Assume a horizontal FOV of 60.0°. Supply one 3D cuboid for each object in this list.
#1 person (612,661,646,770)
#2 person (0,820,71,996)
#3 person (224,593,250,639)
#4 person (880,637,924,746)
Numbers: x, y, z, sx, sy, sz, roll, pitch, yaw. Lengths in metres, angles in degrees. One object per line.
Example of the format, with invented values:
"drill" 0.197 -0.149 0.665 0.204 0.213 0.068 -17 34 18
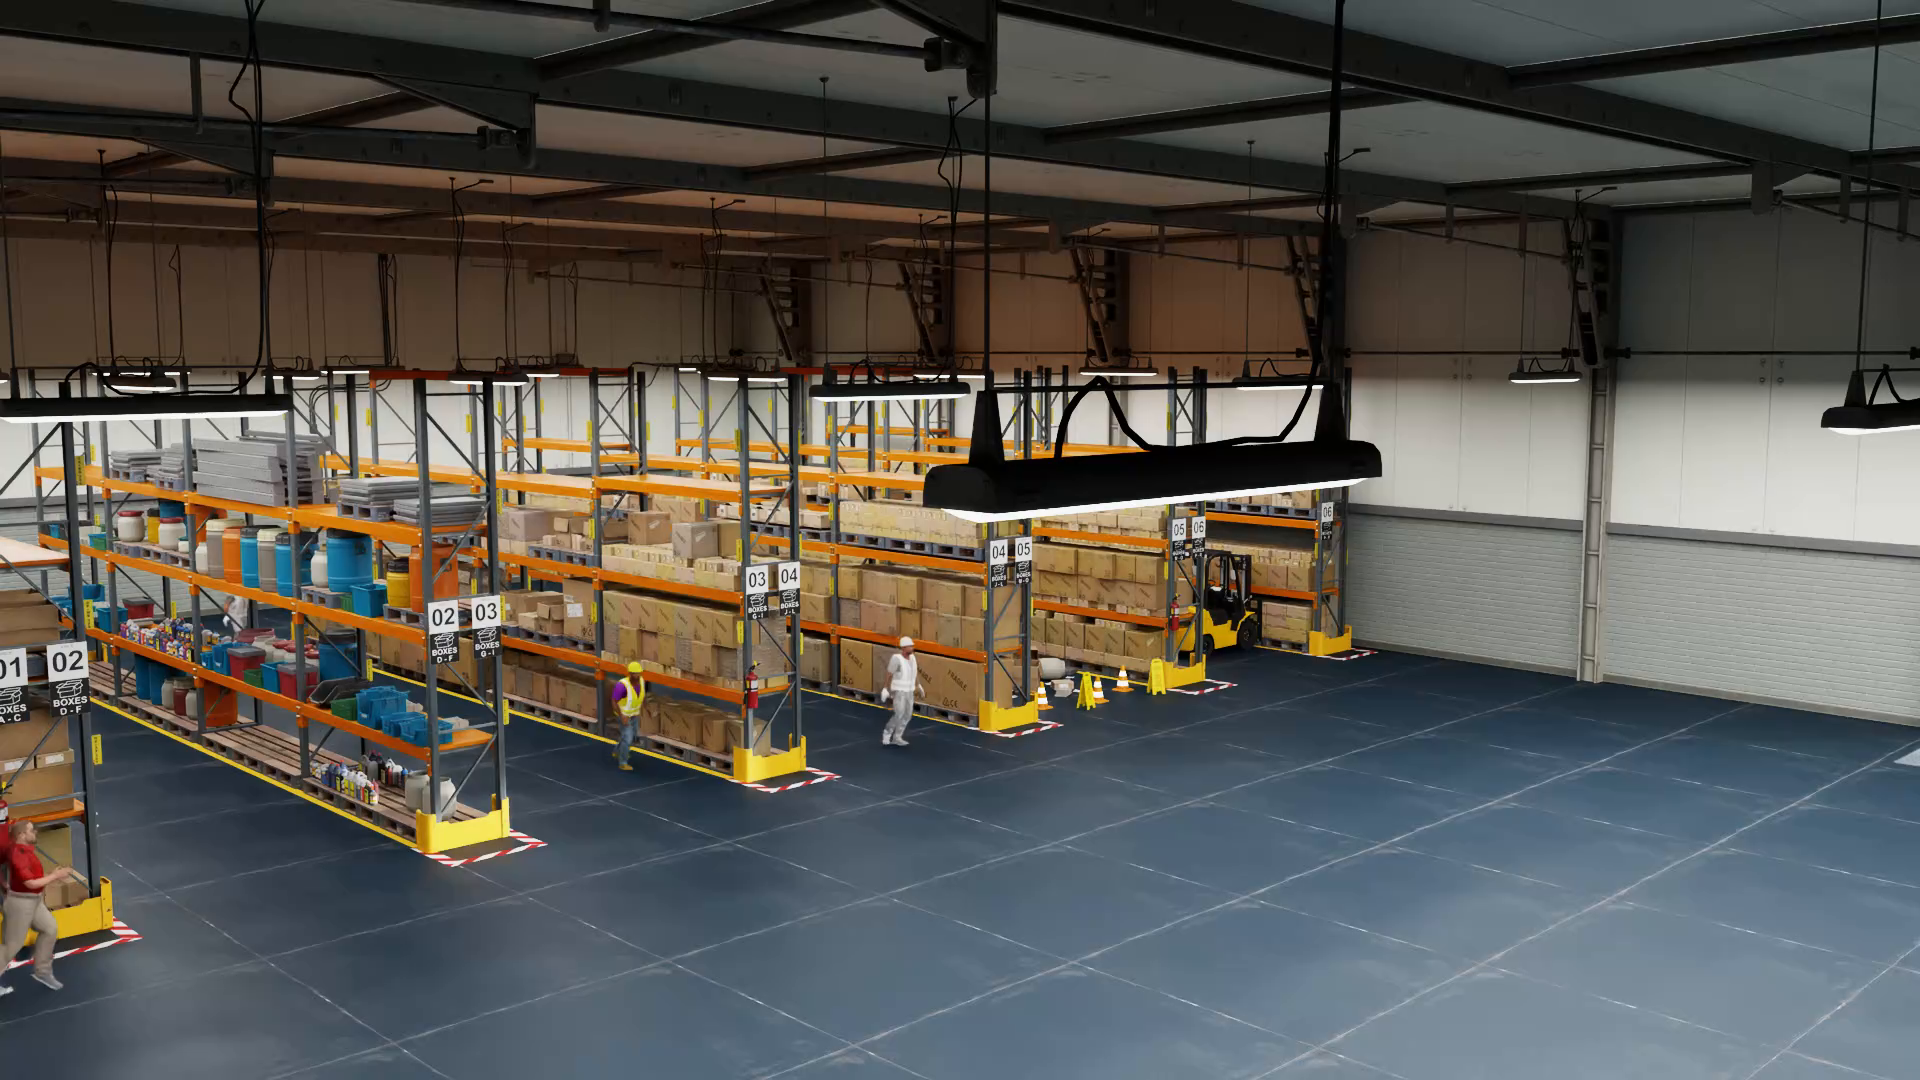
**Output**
"person" -5.078 2.648 25.275 0.844 1.687 0.696 4 8 31
"person" -9.218 3.642 16.352 0.875 1.796 0.619 -3 7 -26
"person" -14.838 1.611 34.160 0.688 1.790 0.615 2 7 21
"person" -0.943 2.442 26.830 0.475 1.753 0.755 5 8 36
